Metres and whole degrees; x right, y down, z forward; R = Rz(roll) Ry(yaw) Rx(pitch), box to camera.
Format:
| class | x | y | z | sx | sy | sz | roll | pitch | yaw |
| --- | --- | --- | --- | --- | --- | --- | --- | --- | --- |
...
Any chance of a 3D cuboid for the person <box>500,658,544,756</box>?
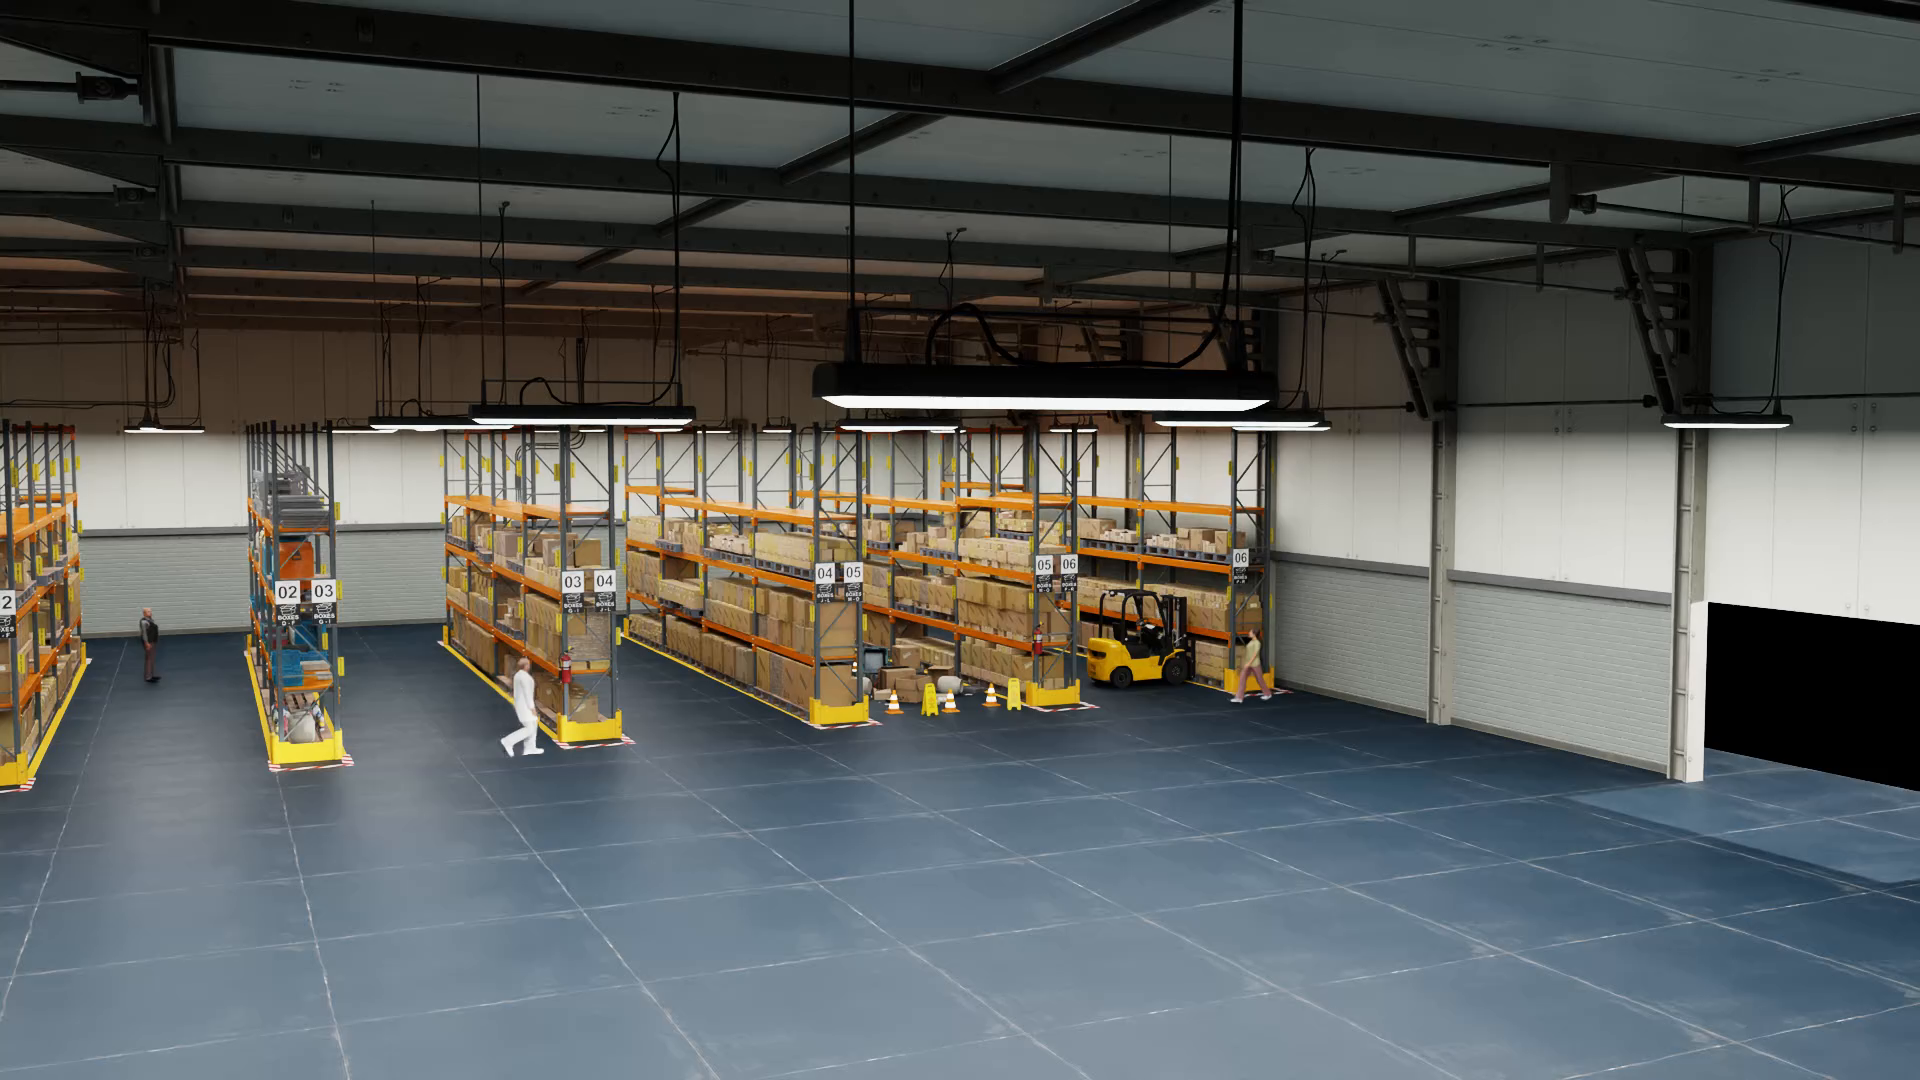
| class | x | y | z | sx | sy | sz | roll | pitch | yaw |
| --- | --- | --- | --- | --- | --- | --- | --- | --- | --- |
| person | -7.816 | 2.977 | 29.651 | 0.777 | 1.749 | 0.632 | -1 | 4 | -20 |

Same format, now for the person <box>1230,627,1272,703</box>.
| class | x | y | z | sx | sy | sz | roll | pitch | yaw |
| --- | --- | --- | --- | --- | --- | --- | --- | --- | --- |
| person | 6.272 | 2.678 | 35.624 | 1.054 | 1.621 | 0.414 | -3 | 5 | -38 |

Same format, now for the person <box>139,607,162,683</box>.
| class | x | y | z | sx | sy | sz | roll | pitch | yaw |
| --- | --- | --- | --- | --- | --- | --- | --- | --- | --- |
| person | -18.906 | 2.449 | 38.827 | 0.426 | 1.748 | 0.597 | -2 | 4 | -23 |
